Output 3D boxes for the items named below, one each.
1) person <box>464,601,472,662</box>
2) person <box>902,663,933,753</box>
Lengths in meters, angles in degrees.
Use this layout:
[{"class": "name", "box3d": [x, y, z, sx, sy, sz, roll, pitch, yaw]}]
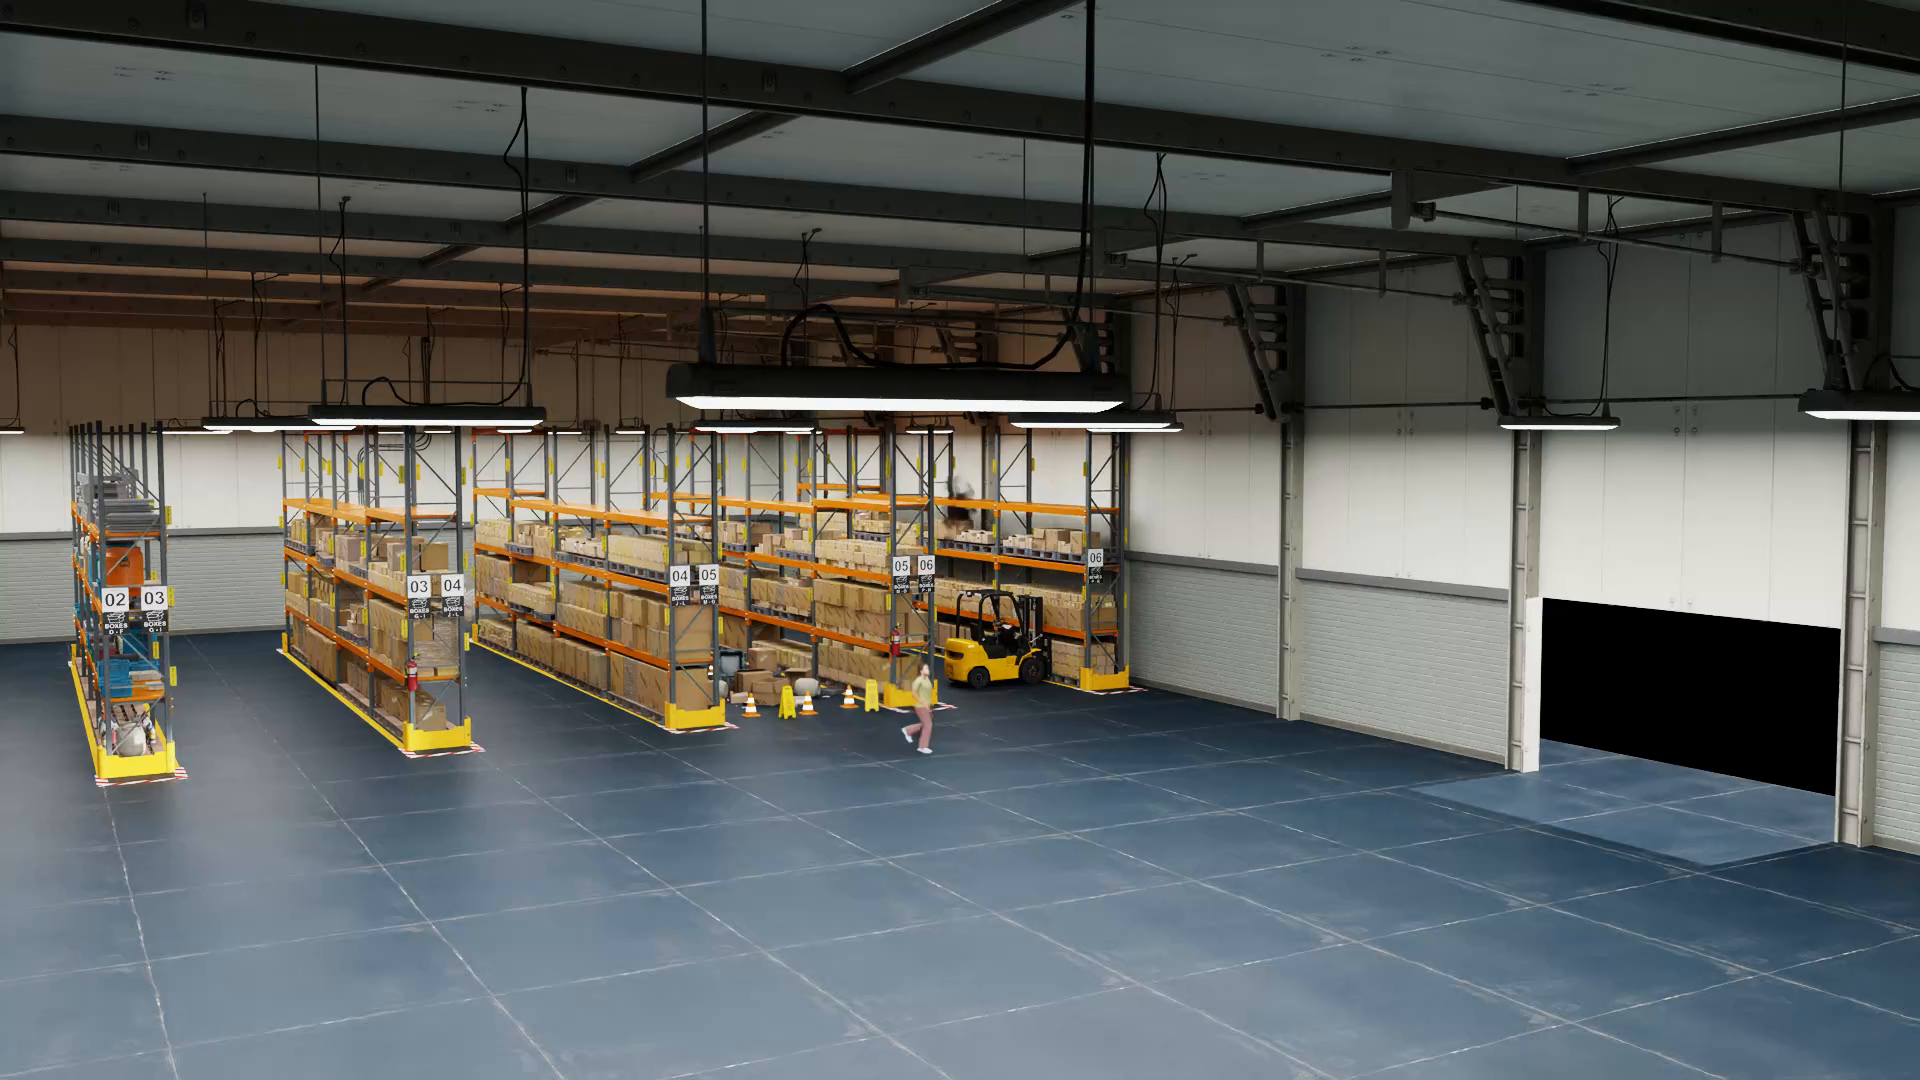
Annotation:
[{"class": "person", "box3d": [-12.914, 2.223, 42.854, 0.672, 1.743, 0.968, -2, 4, -27]}, {"class": "person", "box3d": [-0.773, 3.047, 30.284, 0.626, 1.639, 0.586, 1, 4, 23]}]
